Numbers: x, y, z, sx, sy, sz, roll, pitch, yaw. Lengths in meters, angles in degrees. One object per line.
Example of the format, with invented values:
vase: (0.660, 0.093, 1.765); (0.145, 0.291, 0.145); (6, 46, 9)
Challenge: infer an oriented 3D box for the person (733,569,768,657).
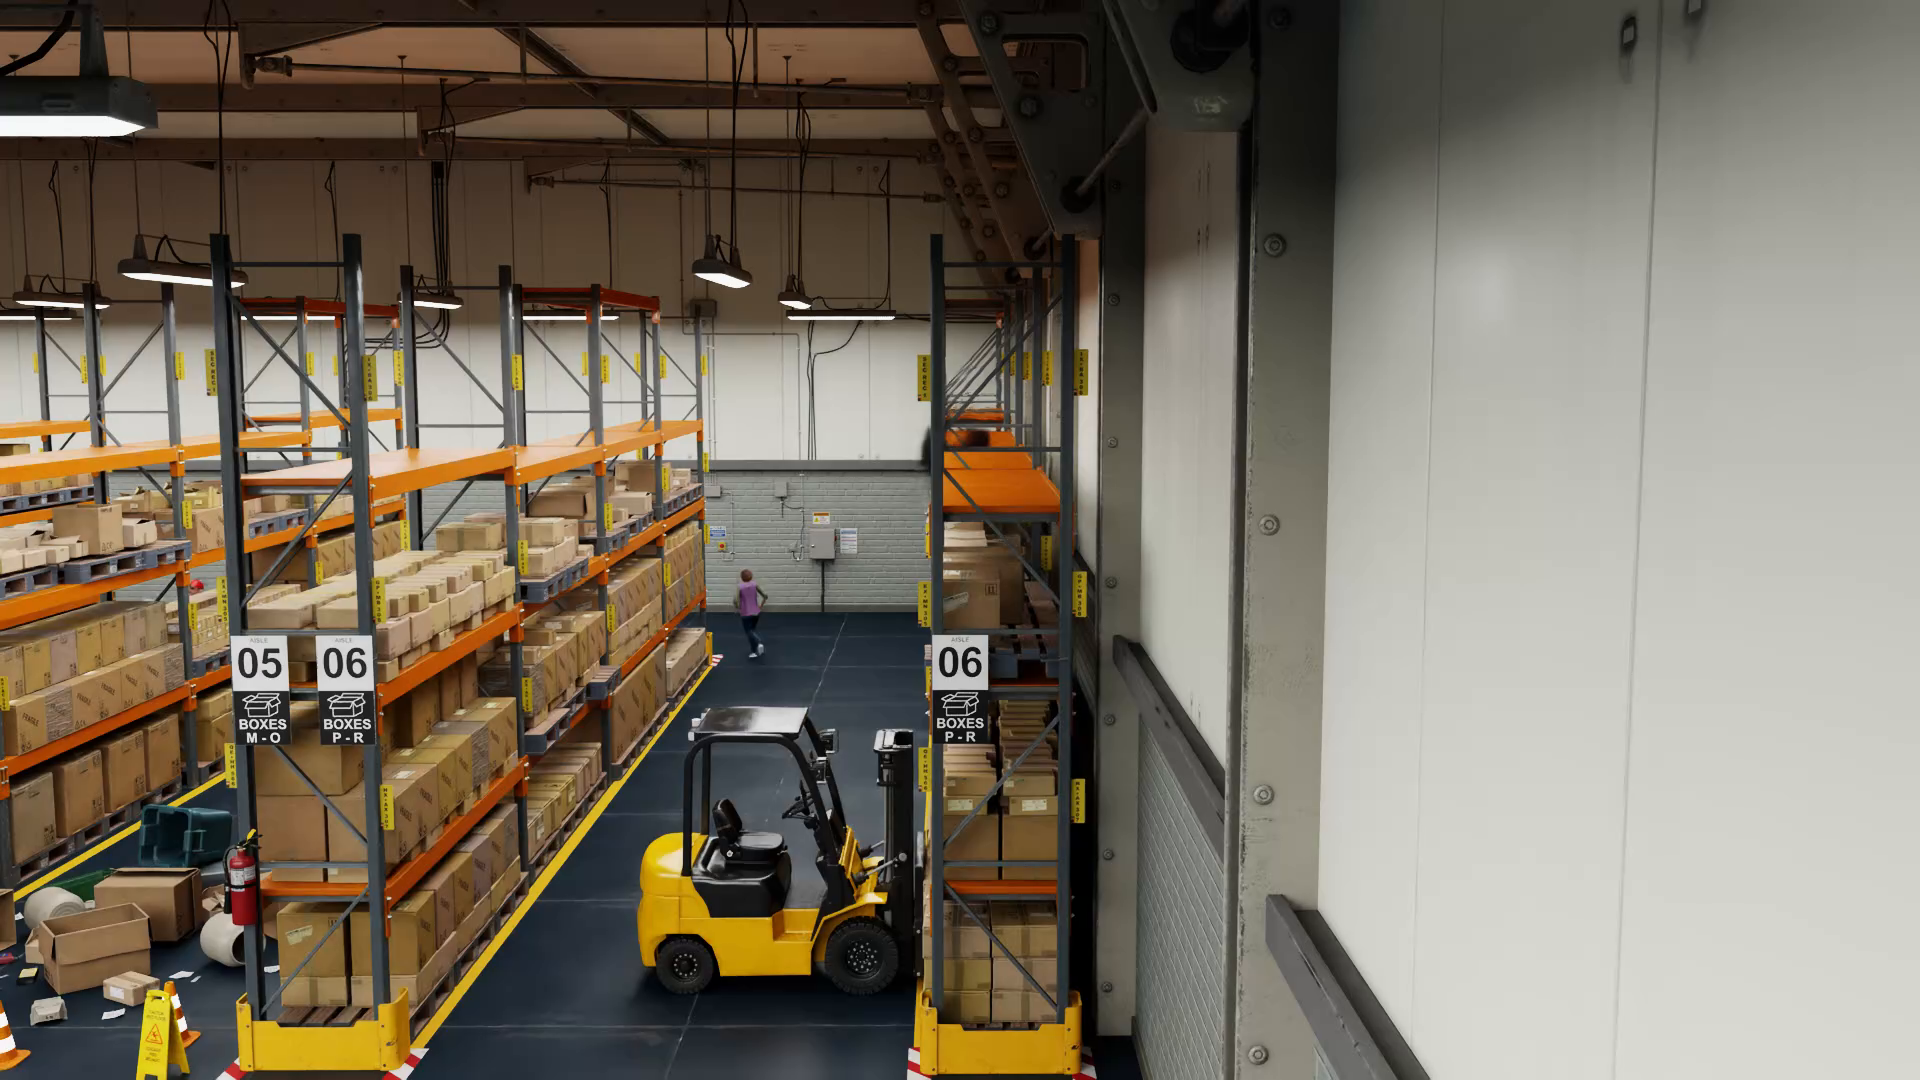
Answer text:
person: (-3.571, 1.278, 28.327); (0.583, 1.572, 0.642); (-3, 7, -29)

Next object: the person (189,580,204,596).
person: (-11.516, 1.489, 25.262); (0.638, 1.796, 0.905); (1, 6, 10)
